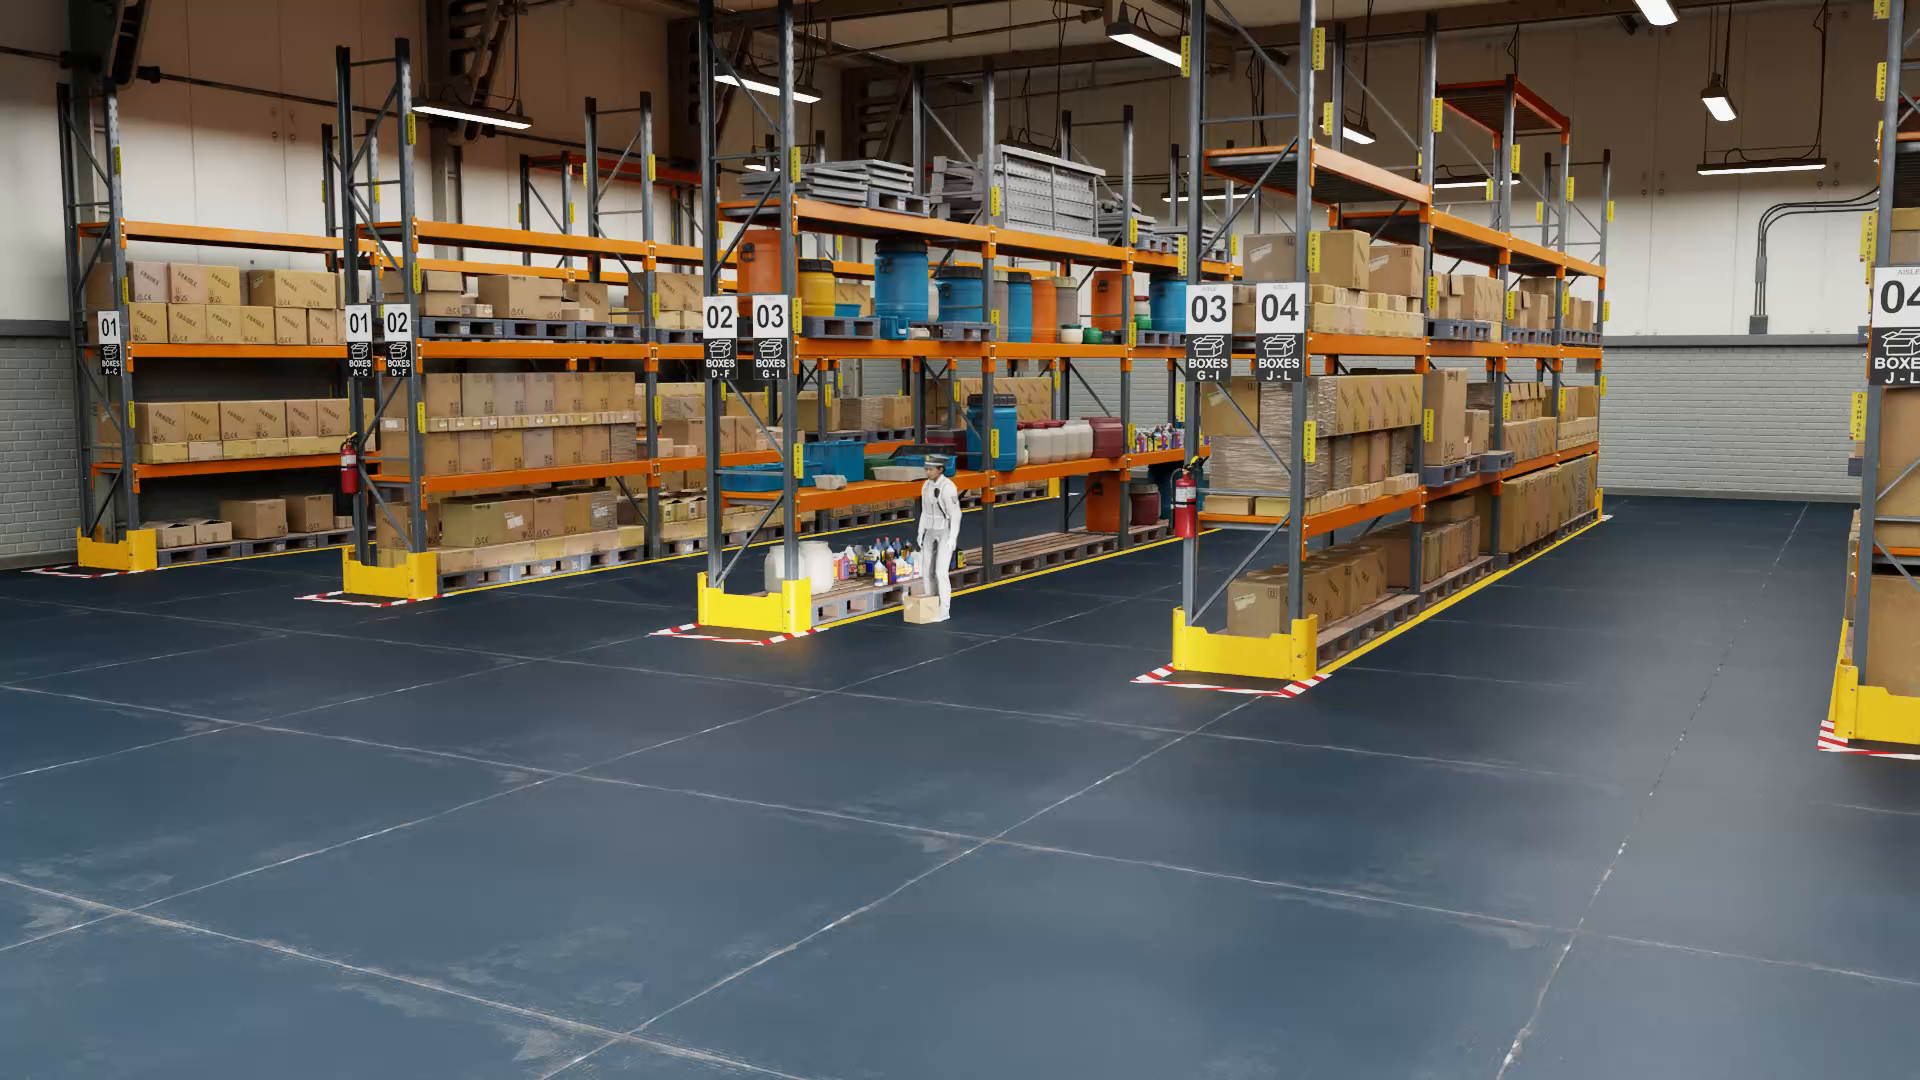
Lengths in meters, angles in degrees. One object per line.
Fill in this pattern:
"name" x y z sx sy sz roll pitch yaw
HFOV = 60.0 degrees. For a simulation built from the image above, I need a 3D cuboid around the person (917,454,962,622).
"person" -0.225 -0.032 16.652 0.404 1.663 0.535 -6 8 -43
